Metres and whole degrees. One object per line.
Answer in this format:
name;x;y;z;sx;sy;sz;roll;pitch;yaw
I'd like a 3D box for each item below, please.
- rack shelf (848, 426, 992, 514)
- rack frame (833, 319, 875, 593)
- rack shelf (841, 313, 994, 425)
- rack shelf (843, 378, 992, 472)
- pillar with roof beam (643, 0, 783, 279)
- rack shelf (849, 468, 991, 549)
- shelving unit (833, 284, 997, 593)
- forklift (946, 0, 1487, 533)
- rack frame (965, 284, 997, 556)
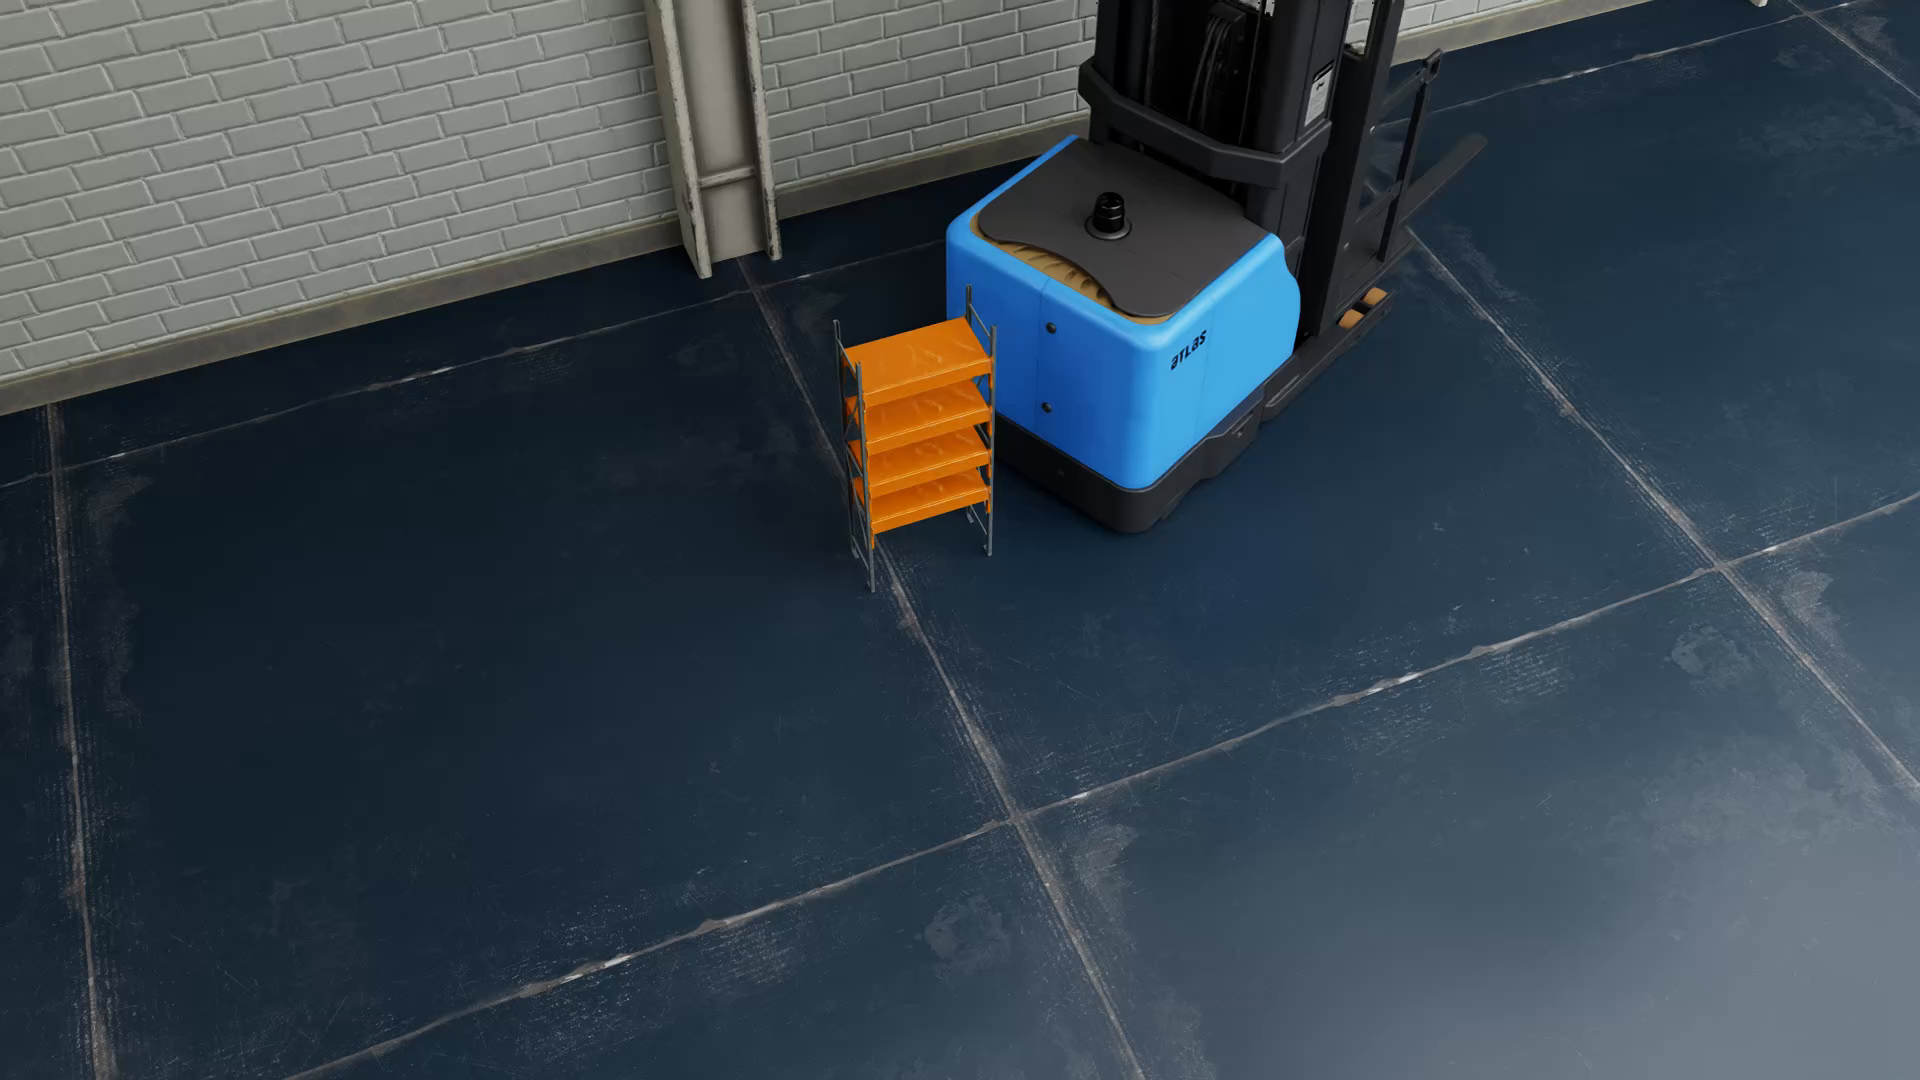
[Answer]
rack shelf;-0.153;-0.300;6.146;0.480;0.148;0.258;-17;52;-14
rack frame;-0.379;-0.273;6.035;0.015;1.200;0.240;-17;52;-14
rack shelf;-0.153;-0.599;5.797;0.480;0.148;0.258;-17;52;-14
rack shelf;-0.153;-0.445;5.976;0.480;0.148;0.258;-17;52;-14
pillar with roof beam;0.564;-1.268;1.748;0.400;9.000;9.100;-17;52;-14
rack shelf;-0.153;-0.170;6.296;0.480;0.148;0.258;-17;52;-14
shelving unit;-0.153;-0.343;6.095;0.503;1.200;0.258;-17;52;-14
forklift;1.277;-2.028;6.401;1.130;2.935;3.031;33;57;25
rack frame;0.073;-0.413;6.155;0.015;1.200;0.240;-17;52;-14
